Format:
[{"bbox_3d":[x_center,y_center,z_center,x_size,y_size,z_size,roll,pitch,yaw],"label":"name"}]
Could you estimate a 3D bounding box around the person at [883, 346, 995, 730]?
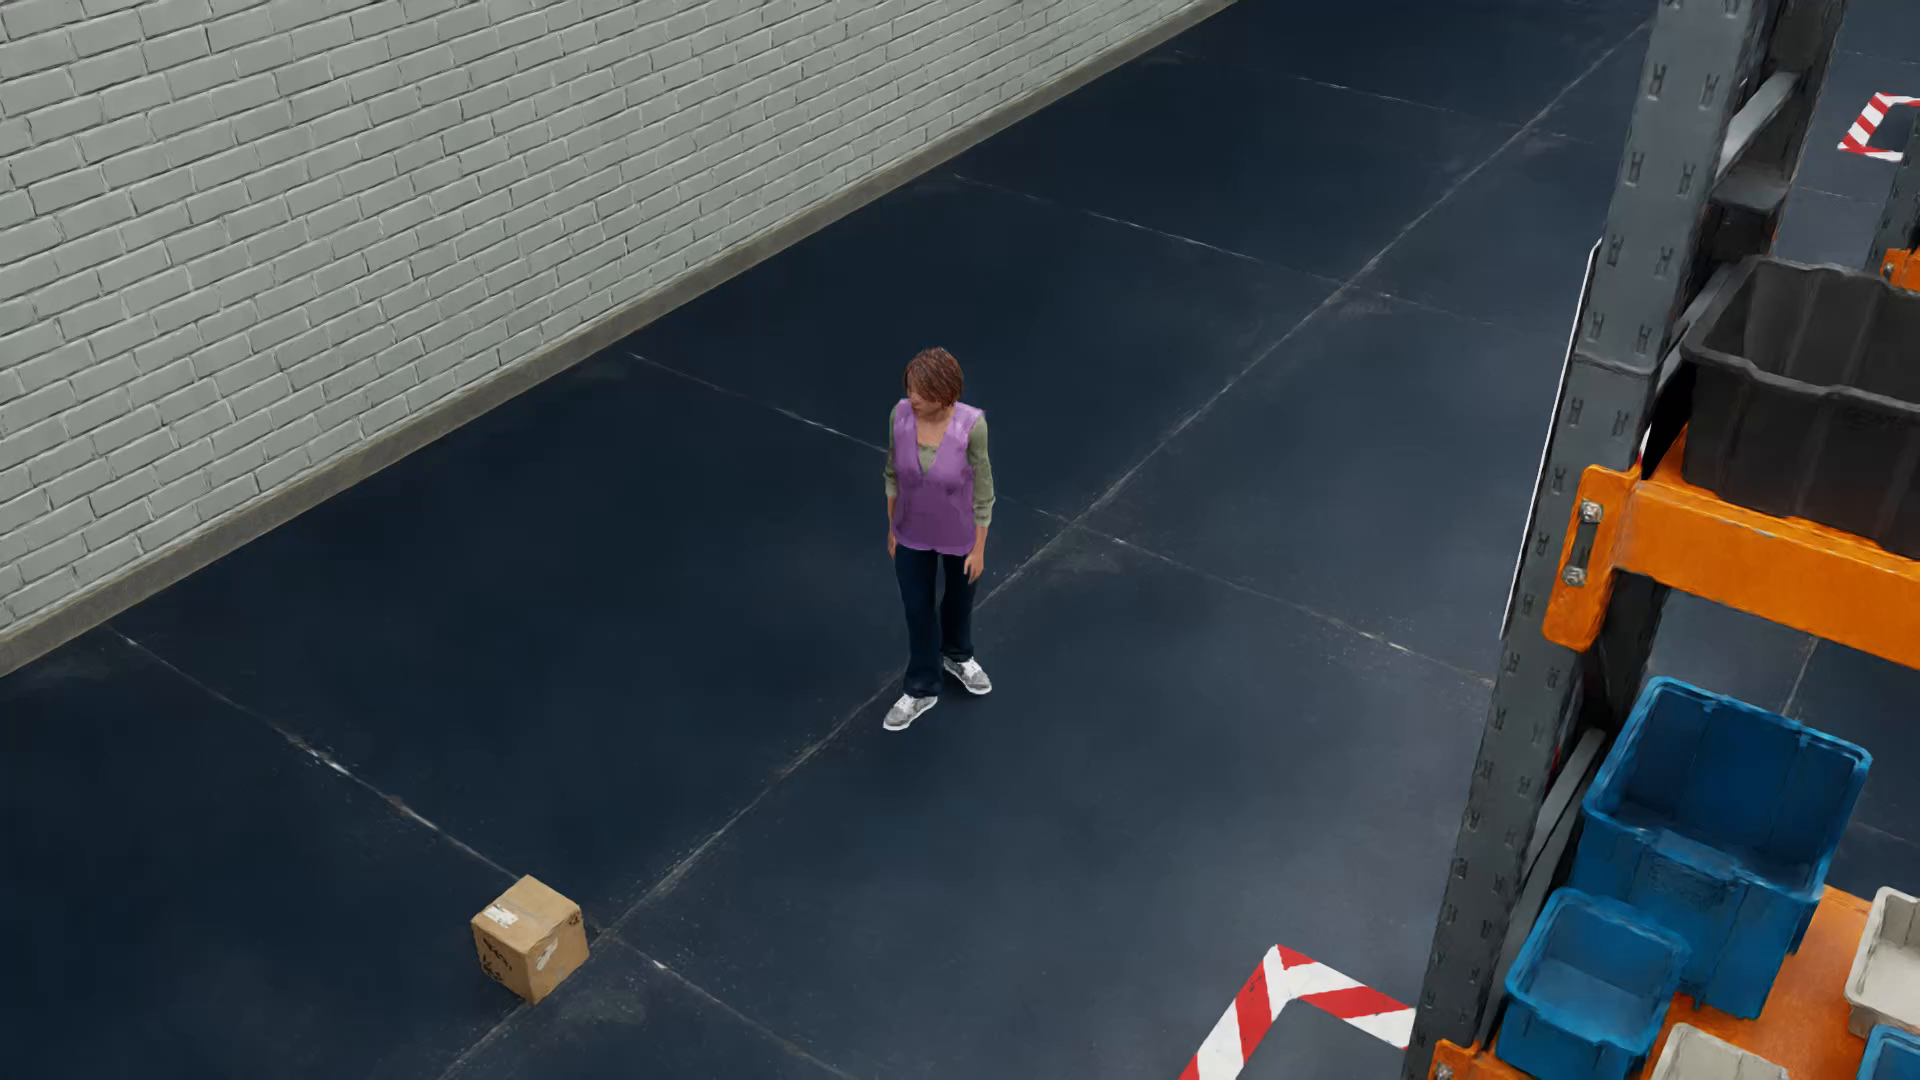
[{"bbox_3d":[-0.073,-0.019,6.170,0.422,1.605,0.463,6,35,8],"label":"person"}]
